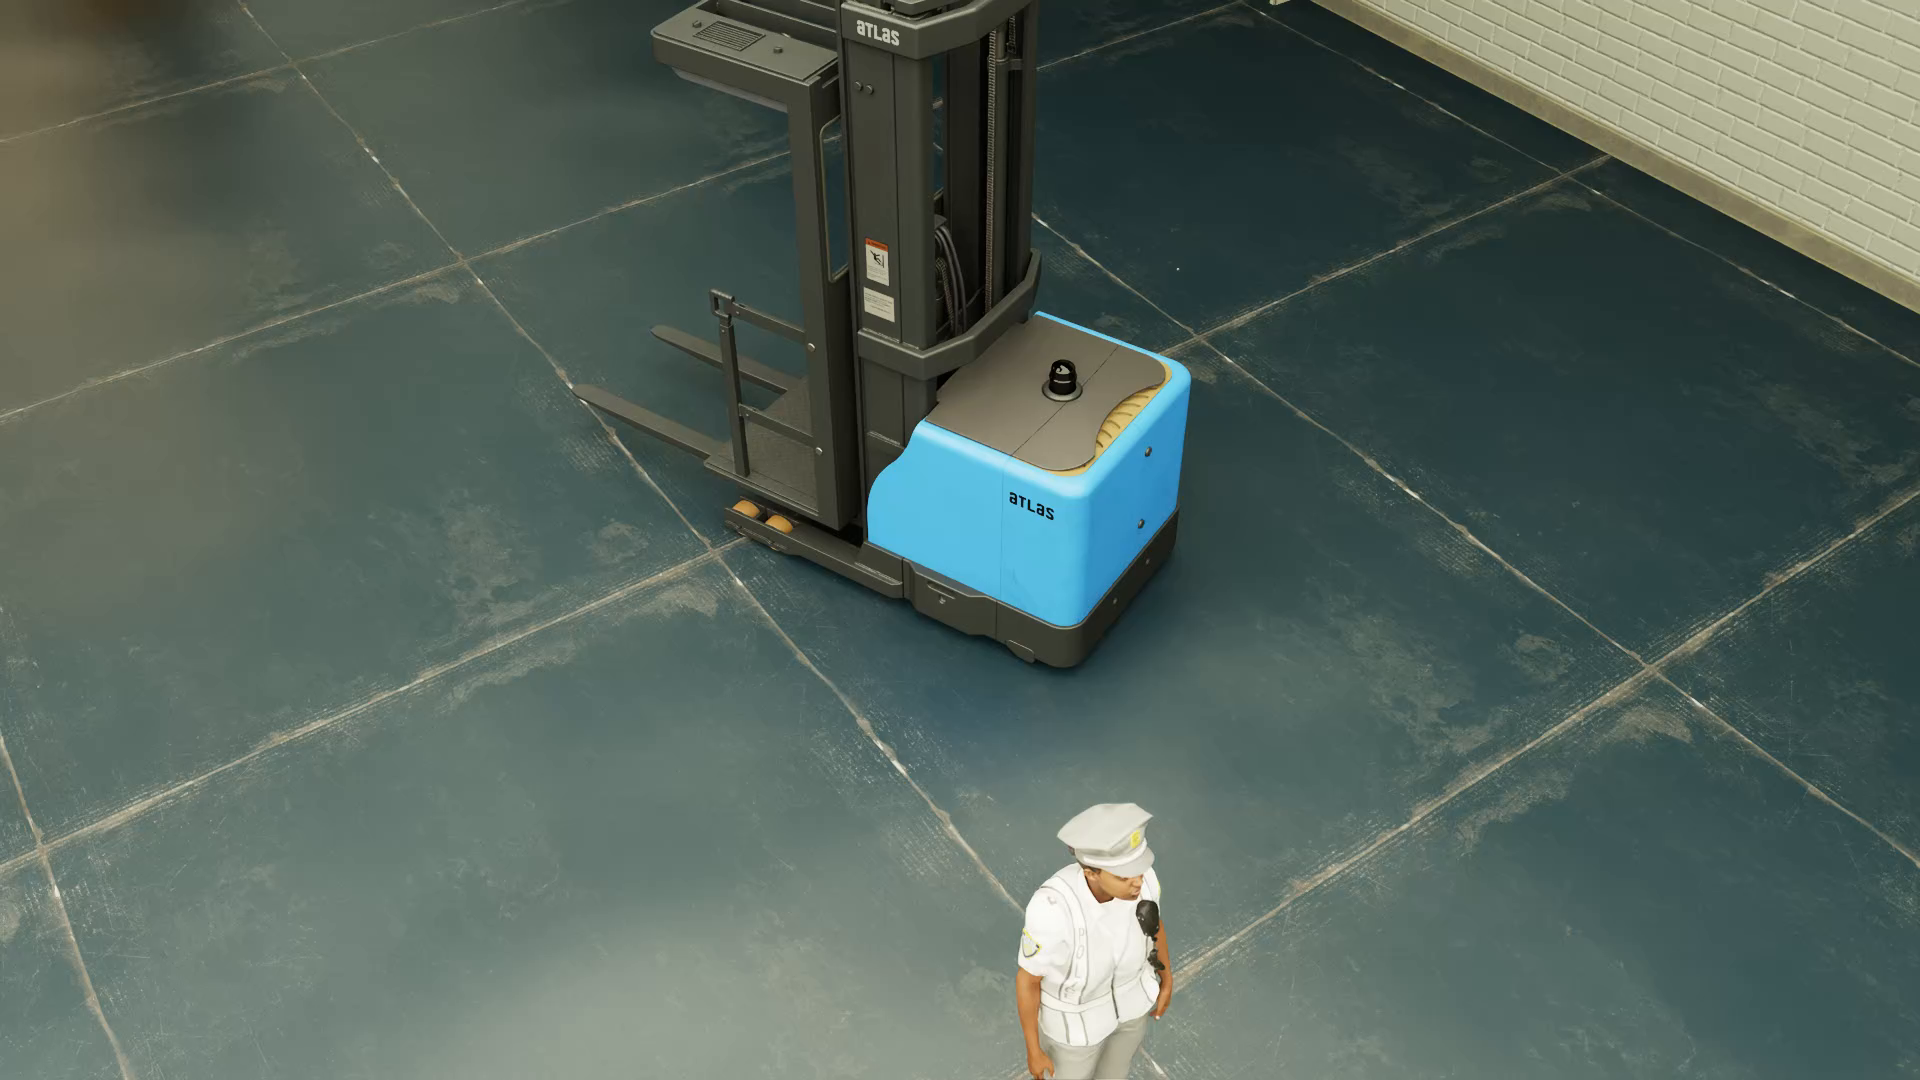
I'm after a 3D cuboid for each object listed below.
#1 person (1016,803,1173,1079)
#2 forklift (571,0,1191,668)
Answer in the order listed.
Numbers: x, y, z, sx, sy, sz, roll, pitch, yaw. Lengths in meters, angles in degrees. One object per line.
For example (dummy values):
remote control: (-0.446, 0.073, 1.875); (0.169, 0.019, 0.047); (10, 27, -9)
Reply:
person: (0.432, 1.468, 5.024); (0.570, 1.697, 0.528); (-23, 47, -23)
forklift: (-0.511, -1.302, 7.129); (3.031, 2.935, 1.130); (24, 48, 24)
